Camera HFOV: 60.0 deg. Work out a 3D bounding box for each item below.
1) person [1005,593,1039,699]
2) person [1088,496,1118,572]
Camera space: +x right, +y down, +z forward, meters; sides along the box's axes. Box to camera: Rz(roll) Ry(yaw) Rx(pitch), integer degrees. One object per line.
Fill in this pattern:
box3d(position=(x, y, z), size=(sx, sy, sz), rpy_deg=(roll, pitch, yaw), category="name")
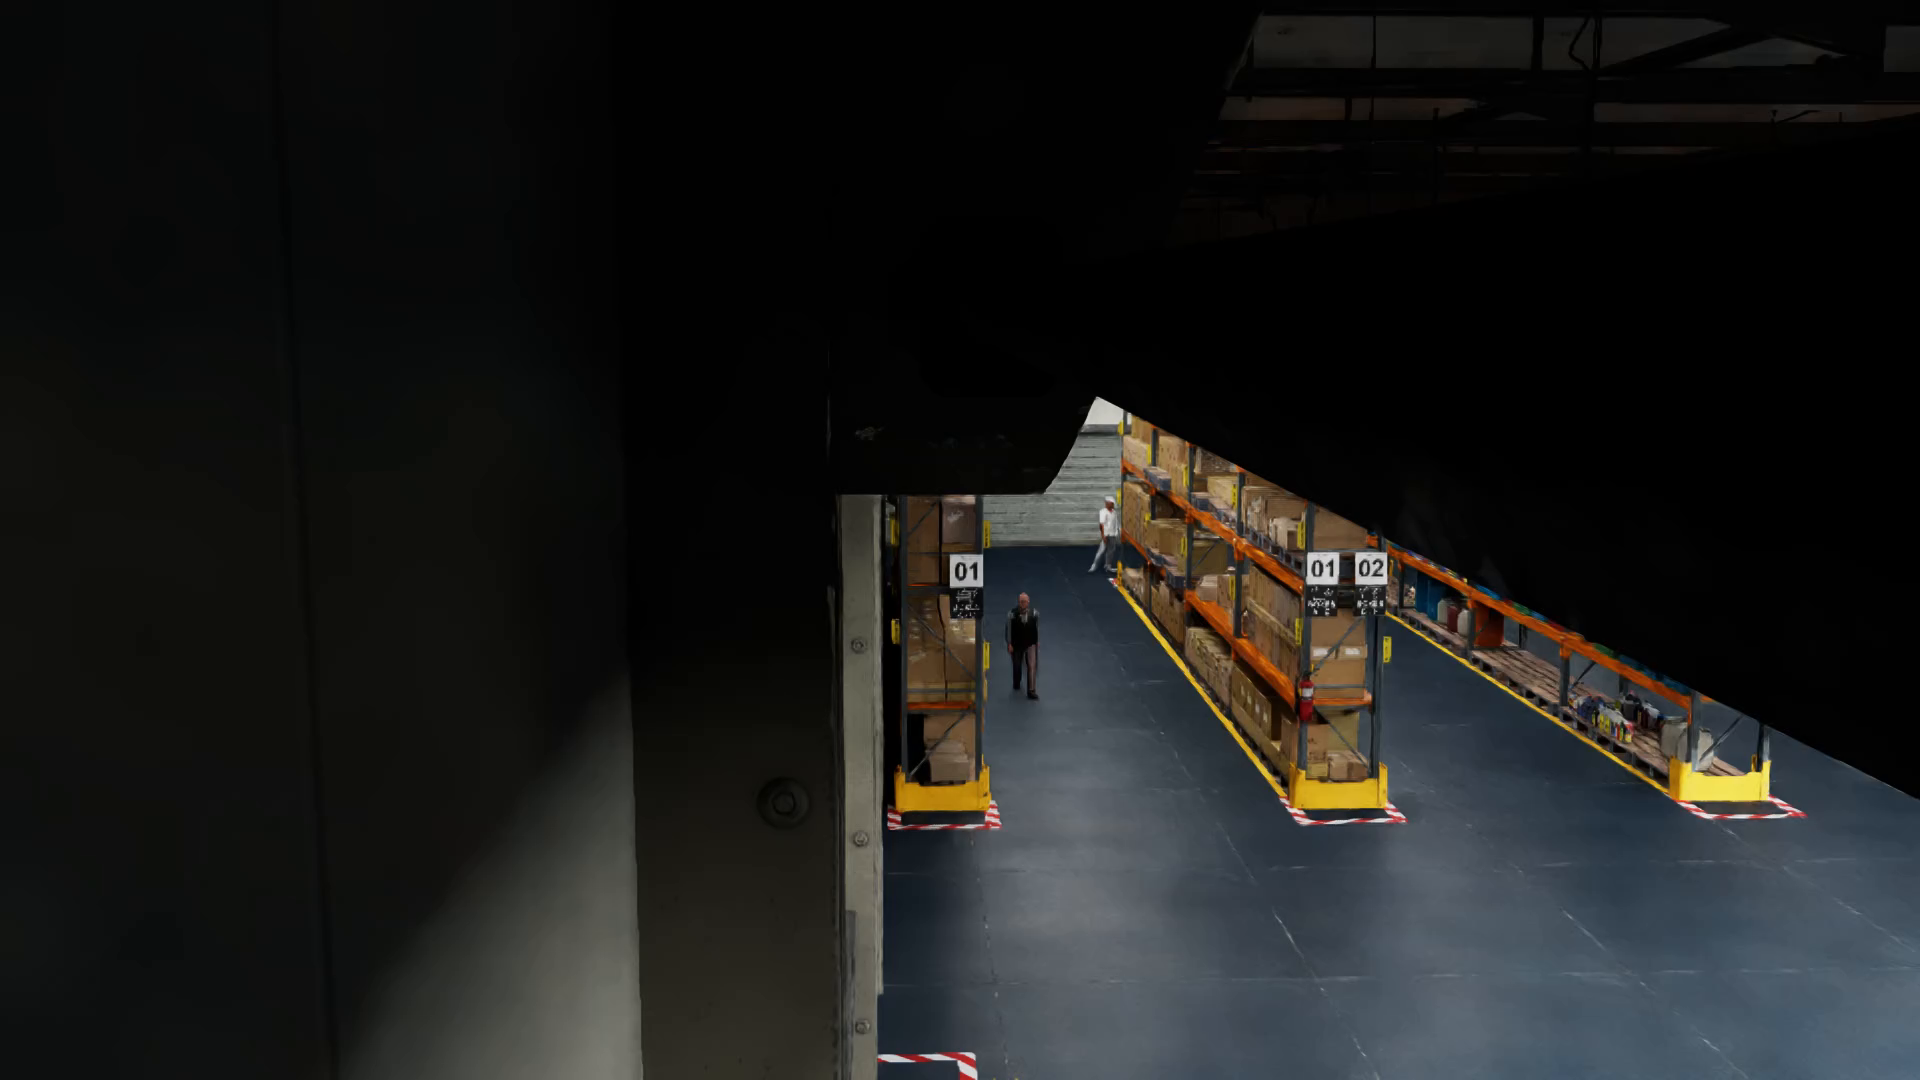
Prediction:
box3d(position=(0.990, 1.639, 26.314), size=(0.543, 1.647, 1.115), rpy_deg=(0, 8, 0), category="person")
box3d(position=(3.283, -0.131, 37.974), size=(0.488, 1.763, 0.736), rpy_deg=(8, 11, 42), category="person")
